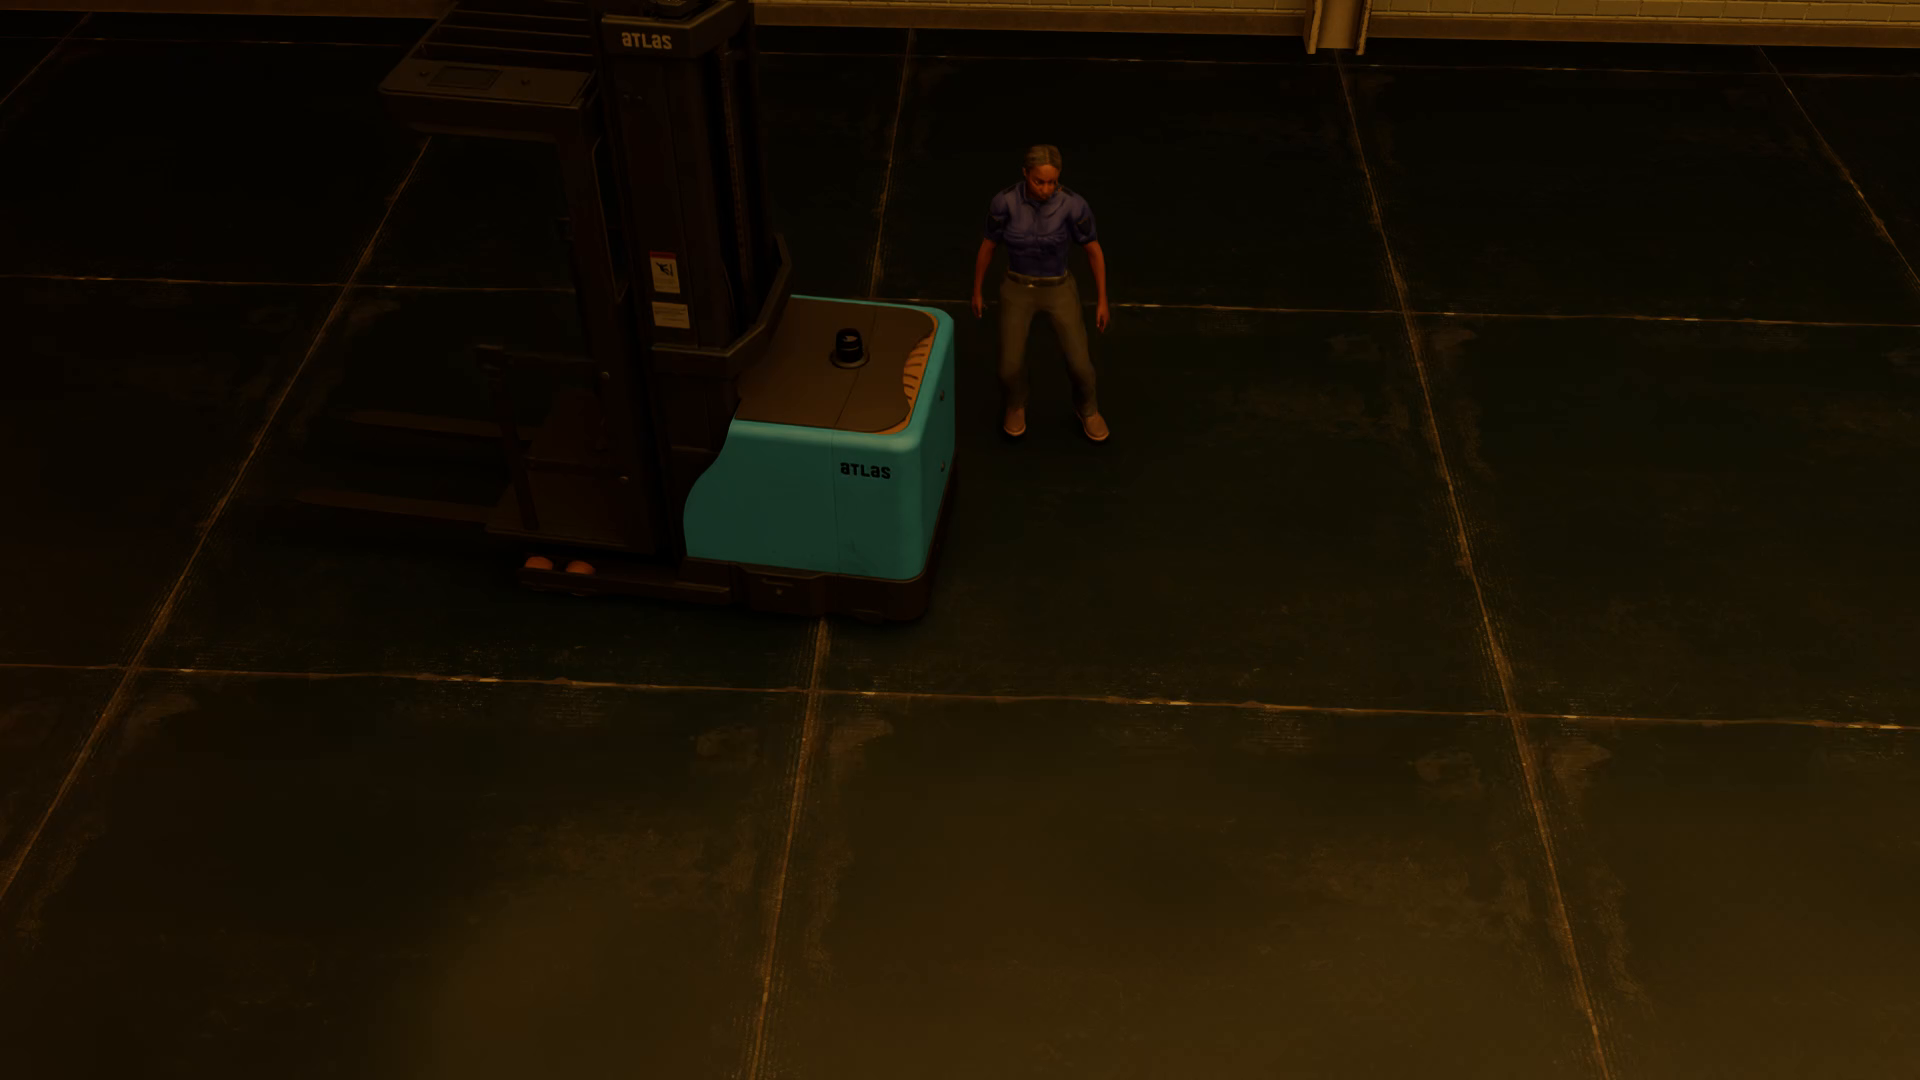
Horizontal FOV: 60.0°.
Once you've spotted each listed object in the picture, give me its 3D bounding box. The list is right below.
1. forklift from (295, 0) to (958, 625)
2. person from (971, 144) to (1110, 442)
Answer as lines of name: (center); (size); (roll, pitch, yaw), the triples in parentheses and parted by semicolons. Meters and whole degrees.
forklift: (-1.575, -1.169, 7.023); (3.031, 2.935, 1.130); (6, 43, 7)
person: (0.407, -1.180, 7.966); (0.715, 1.602, 0.345); (5, 43, 6)
